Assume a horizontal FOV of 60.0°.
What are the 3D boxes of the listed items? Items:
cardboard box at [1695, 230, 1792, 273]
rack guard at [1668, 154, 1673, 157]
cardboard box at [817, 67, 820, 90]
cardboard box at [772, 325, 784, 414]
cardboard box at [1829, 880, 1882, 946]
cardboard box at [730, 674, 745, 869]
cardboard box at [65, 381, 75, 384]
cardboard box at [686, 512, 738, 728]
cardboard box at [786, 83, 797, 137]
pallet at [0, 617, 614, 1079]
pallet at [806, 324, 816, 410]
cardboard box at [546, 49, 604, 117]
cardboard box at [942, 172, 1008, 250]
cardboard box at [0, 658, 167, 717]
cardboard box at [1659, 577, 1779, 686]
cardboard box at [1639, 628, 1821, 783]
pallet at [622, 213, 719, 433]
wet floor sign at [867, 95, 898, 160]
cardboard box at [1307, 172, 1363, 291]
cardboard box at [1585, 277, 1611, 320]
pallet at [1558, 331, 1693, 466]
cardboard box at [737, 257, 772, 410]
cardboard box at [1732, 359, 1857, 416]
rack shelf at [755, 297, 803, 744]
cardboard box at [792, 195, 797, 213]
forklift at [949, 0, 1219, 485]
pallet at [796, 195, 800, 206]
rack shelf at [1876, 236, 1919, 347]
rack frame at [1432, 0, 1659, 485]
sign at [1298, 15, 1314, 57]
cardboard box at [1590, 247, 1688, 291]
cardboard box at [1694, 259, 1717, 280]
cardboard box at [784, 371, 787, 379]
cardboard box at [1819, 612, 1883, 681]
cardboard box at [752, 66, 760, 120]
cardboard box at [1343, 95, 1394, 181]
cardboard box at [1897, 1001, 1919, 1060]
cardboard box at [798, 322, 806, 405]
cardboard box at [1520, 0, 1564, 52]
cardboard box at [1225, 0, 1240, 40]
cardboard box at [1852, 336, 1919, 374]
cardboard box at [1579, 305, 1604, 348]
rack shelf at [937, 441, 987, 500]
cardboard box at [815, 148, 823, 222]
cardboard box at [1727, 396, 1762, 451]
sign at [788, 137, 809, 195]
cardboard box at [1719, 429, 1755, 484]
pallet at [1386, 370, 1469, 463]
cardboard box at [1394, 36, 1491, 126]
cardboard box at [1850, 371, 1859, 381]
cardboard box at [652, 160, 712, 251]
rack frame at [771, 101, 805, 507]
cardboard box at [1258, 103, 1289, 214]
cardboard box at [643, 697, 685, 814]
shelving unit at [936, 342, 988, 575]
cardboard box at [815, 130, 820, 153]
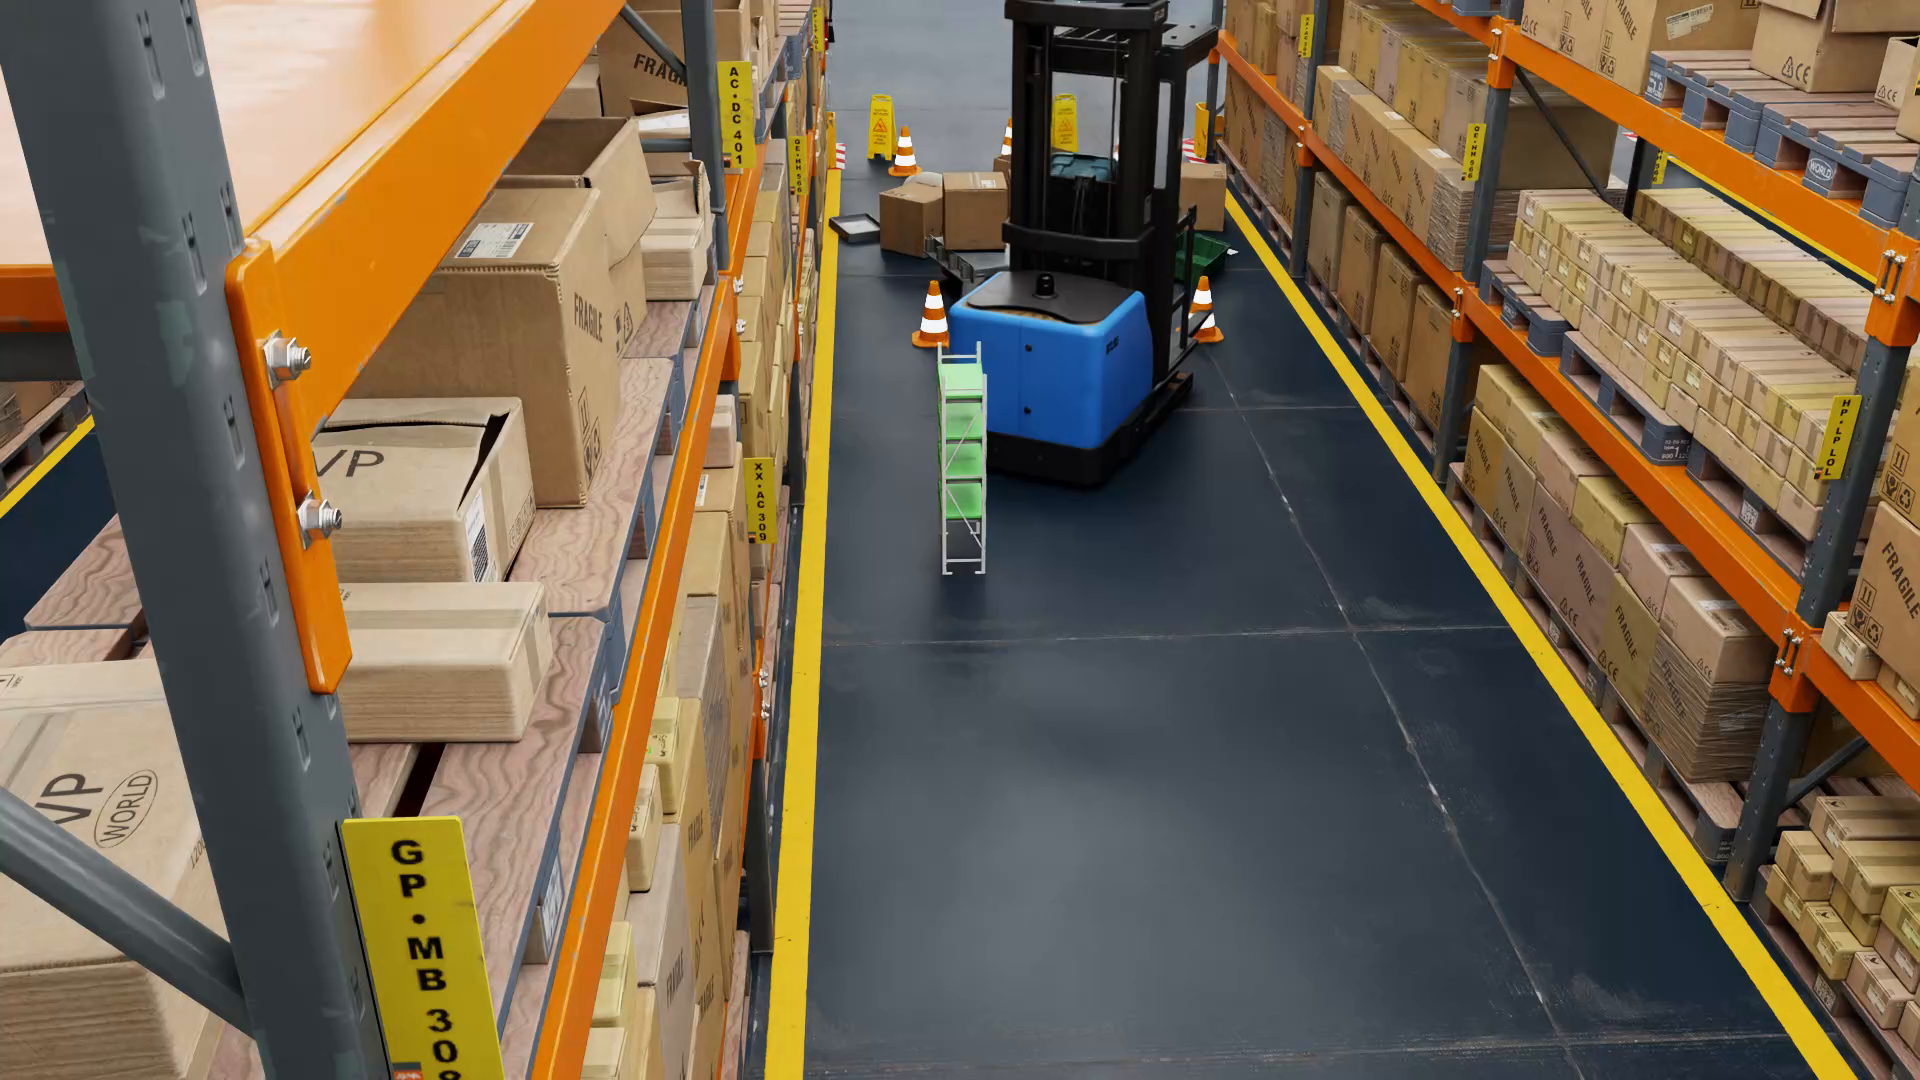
[{"bbox_3d":[4.013,-1.478,8.513,0.380,0.149,0.250,-1,28,-1],"label":"cardboard box"},{"bbox_3d":[8.032,-4.339,17.528,1.175,0.500,0.348,-1,28,-3],"label":"rack guard"},{"bbox_3d":[-1.413,-4.028,14.502,0.380,0.149,0.250,-1,28,-2],"label":"cardboard box"},{"bbox_3d":[-1.067,-0.773,7.611,0.500,0.250,0.500,-2,28,-4],"label":"cardboard box"},{"bbox_3d":[3.498,1.369,6.189,0.380,0.149,0.250,-1,28,-2],"label":"cardboard box"},{"bbox_3d":[-0.930,0.700,5.056,0.500,0.500,0.500,-2,28,-4],"label":"cardboard box"},{"bbox_3d":[-6.504,-1.461,11.421,0.875,0.625,0.625,-2,28,-5],"label":"cardboard box"},{"bbox_3d":[-0.923,0.257,4.824,0.500,0.500,0.500,-2,28,-3],"label":"cardboard box"},{"bbox_3d":[-1.312,-2.610,10.626,0.500,0.500,0.500,-1,28,-2],"label":"cardboard box"},{"bbox_3d":[-1.082,0.513,2.374,1.003,0.211,1.213,-1,28,-3],"label":"pallet"},{"bbox_3d":[-1.551,-1.235,11.889,1.003,0.211,1.213,-1,28,-3],"label":"pallet"},{"bbox_3d":[-1.498,-1.580,5.934,0.500,0.311,0.500,-1,28,-3],"label":"cardboard box"},{"bbox_3d":[0.116,-2.680,13.528,0.500,0.500,0.500,-1,28,-3],"label":"cardboard box"},{"bbox_3d":[-1.248,0.300,2.397,0.380,0.149,0.250,-3,28,-7],"label":"cardboard box"},{"bbox_3d":[3.405,0.385,7.207,0.500,0.250,0.500,-2,28,-4],"label":"cardboard box"},{"bbox_3d":[3.406,0.719,7.376,0.500,0.500,0.500,-2,28,-4],"label":"cardboard box"},{"bbox_3d":[-1.210,-0.614,4.535,1.003,0.211,1.213,-1,28,-3],"label":"pallet"},{"bbox_3d":[-0.810,-4.312,17.321,0.267,0.644,0.232,8,29,15],"label":"wet floor sign"},{"bbox_3d":[3.400,-2.466,13.213,1.050,0.750,0.750,-2,28,-3],"label":"cardboard box"},{"bbox_3d":[3.371,-1.213,8.328,0.380,0.149,0.250,-1,28,-3],"label":"cardboard box"},{"bbox_3d":[3.631,-0.716,8.087,1.003,0.211,1.213,-1,28,-3],"label":"pallet"},{"bbox_3d":[-1.056,-0.865,6.975,0.500,0.500,0.500,-2,28,-4],"label":"cardboard box"},{"bbox_3d":[3.454,-0.630,6.888,0.380,0.149,0.250,-2,28,-4],"label":"cardboard box"},{"bbox_3d":[-1.347,-0.306,7.870,1.077,0.370,4.000,-1,28,-3],"label":"rack shelf"},{"bbox_3d":[-1.225,-2.164,10.473,0.380,0.149,0.250,-1,28,-2],"label":"cardboard box"},{"bbox_3d":[0.989,-2.298,10.987,1.130,2.935,3.031,12,30,22],"label":"forklift"},{"bbox_3d":[-1.595,-2.376,11.270,1.003,0.211,1.213,-1,28,-3],"label":"pallet"},{"bbox_3d":[3.800,0.045,3.953,1.077,0.370,4.000,-1,28,-3],"label":"rack shelf"},{"bbox_3d":[3.487,-1.714,9.793,1.000,3.000,0.127,-1,28,-3],"label":"rack frame"},{"bbox_3d":[2.724,-3.967,13.090,0.100,0.325,0.005,-1,28,-3],"label":"sign"},{"bbox_3d":[3.372,-1.350,8.269,0.380,0.149,0.250,0,28,0],"label":"cardboard box"},{"bbox_3d":[4.012,-1.344,8.579,0.380,0.149,0.250,-1,28,-3],"label":"cardboard box"},{"bbox_3d":[-1.113,-0.786,8.175,0.500,0.250,0.500,-2,28,-3],"label":"cardboard box"},{"bbox_3d":[3.384,0.383,6.044,0.380,0.149,0.250,0,28,-1],"label":"cardboard box"},{"bbox_3d":[-0.959,-1.706,6.333,0.380,0.166,0.250,-3,28,-6],"label":"cardboard box"},{"bbox_3d":[3.088,-2.893,11.944,0.500,0.500,0.500,-2,28,-3],"label":"cardboard box"},{"bbox_3d":[3.536,1.739,5.801,0.380,0.149,0.250,-2,28,-4],"label":"cardboard box"},{"bbox_3d":[-1.517,-1.171,11.139,0.950,0.372,0.625,-2,28,-4],"label":"cardboard box"},{"bbox_3d":[3.251,-2.819,8.559,0.500,0.500,0.500,-1,28,-3],"label":"cardboard box"},{"bbox_3d":[3.134,-5.305,16.516,0.875,0.550,0.550,-1,28,-3],"label":"cardboard box"},{"bbox_3d":[4.093,-0.761,7.140,0.380,0.149,0.250,-2,28,-3],"label":"cardboard box"},{"bbox_3d":[3.369,-1.082,8.398,0.380,0.149,0.250,-1,28,-1],"label":"cardboard box"},{"bbox_3d":[0.009,-0.399,9.356,0.258,0.148,0.480,-1,28,-3],"label":"rack shelf"},{"bbox_3d":[-1.421,-2.974,13.917,0.500,0.500,0.500,0,28,0],"label":"cardboard box"},{"bbox_3d":[3.453,-0.489,6.940,0.380,0.149,0.250,0,28,0],"label":"cardboard box"},{"bbox_3d":[-0.897,-2.077,9.236,0.100,0.325,0.005,-1,28,-3],"label":"sign"},{"bbox_3d":[3.452,-0.356,7.006,0.380,0.149,0.250,-1,28,-3],"label":"cardboard box"},{"bbox_3d":[3.521,-0.844,11.140,1.003,0.211,1.213,-1,28,-3],"label":"pallet"},{"bbox_3d":[3.390,-3.116,11.292,0.700,0.500,0.500,-2,28,-3],"label":"cardboard box"},{"bbox_3d":[4.091,-0.626,7.202,0.380,0.149,0.250,-3,28,-5],"label":"cardboard box"},{"bbox_3d":[-0.889,-0.915,4.599,0.396,0.266,0.258,-1,28,-1],"label":"cardboard box"},{"bbox_3d":[-1.451,-1.548,9.475,1.000,3.000,0.127,-1,28,-3],"label":"rack frame"},{"bbox_3d":[3.264,-3.514,15.088,0.875,0.875,0.875,-1,28,-2],"label":"cardboard box"},{"bbox_3d":[-0.814,0.483,3.689,0.380,0.149,0.250,-2,28,-4],"label":"cardboard box"},{"bbox_3d":[0.009,-0.456,9.326,0.258,1.200,0.503,-1,28,-3],"label":"shelving unit"},{"bbox_3d":[-1.368,-3.321,13.880,0.380,0.149,0.250,-1,28,-2],"label":"cardboard box"}]
